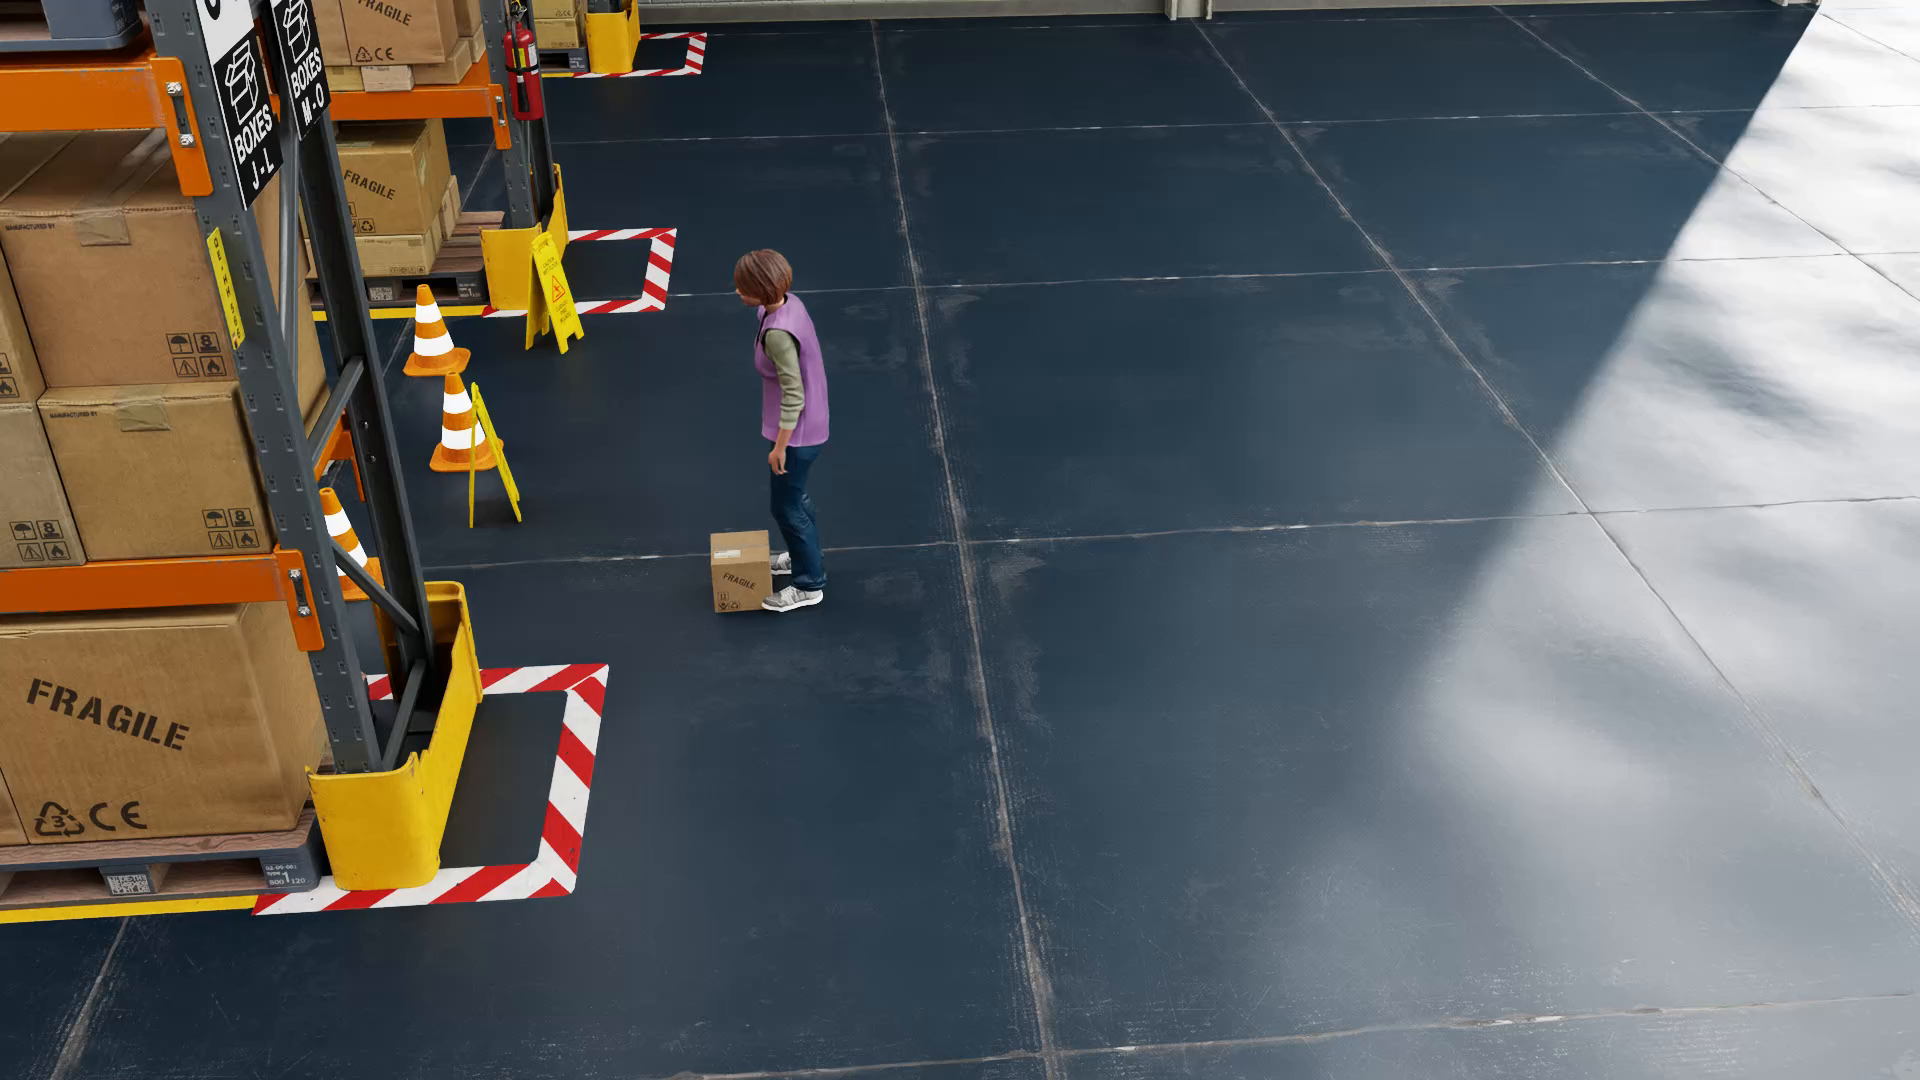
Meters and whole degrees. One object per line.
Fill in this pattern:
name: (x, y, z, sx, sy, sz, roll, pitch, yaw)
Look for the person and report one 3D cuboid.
person: (-0.712, -0.456, 6.887, 0.344, 1.594, 0.455, -3, 32, -4)
